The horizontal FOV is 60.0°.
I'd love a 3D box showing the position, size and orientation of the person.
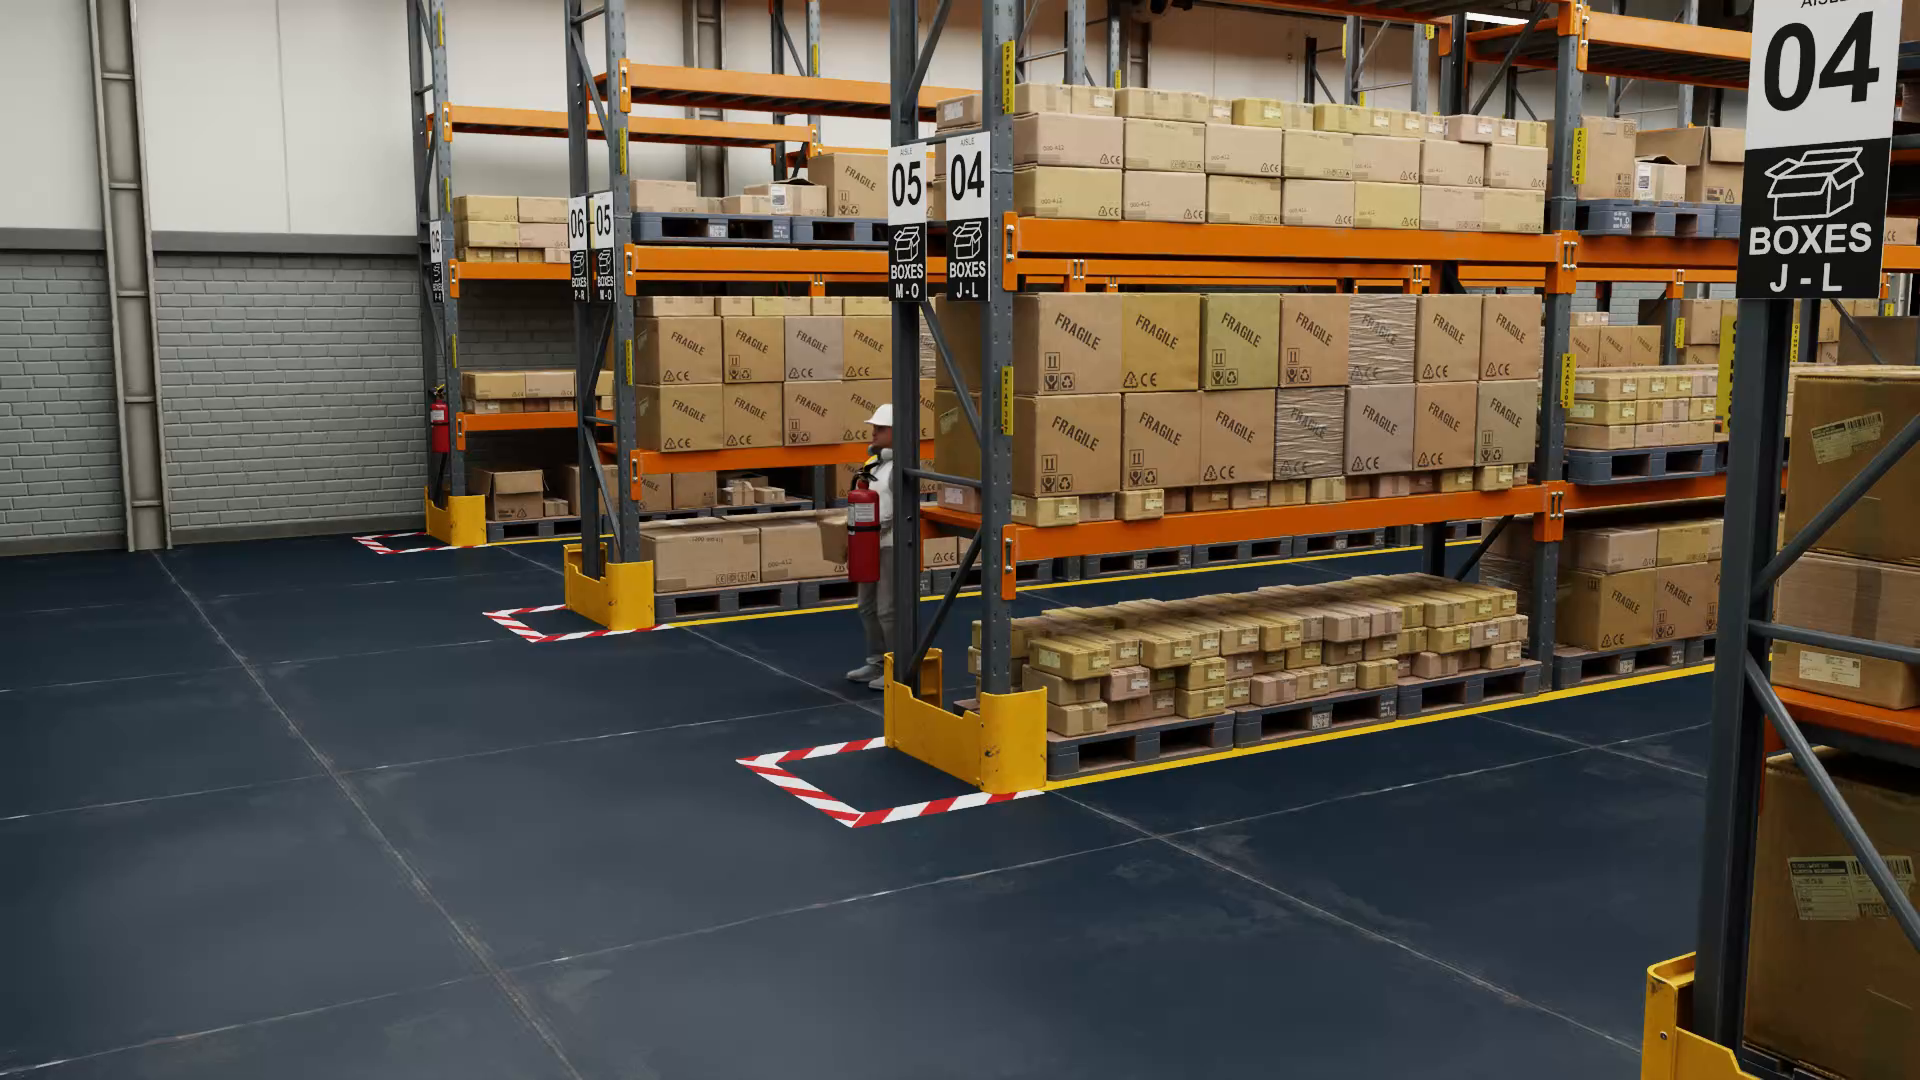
[{"bbox_3d":[-0.526,0.039,10.431,0.529,1.778,0.519,-5,9,-31],"label":"person"}]
